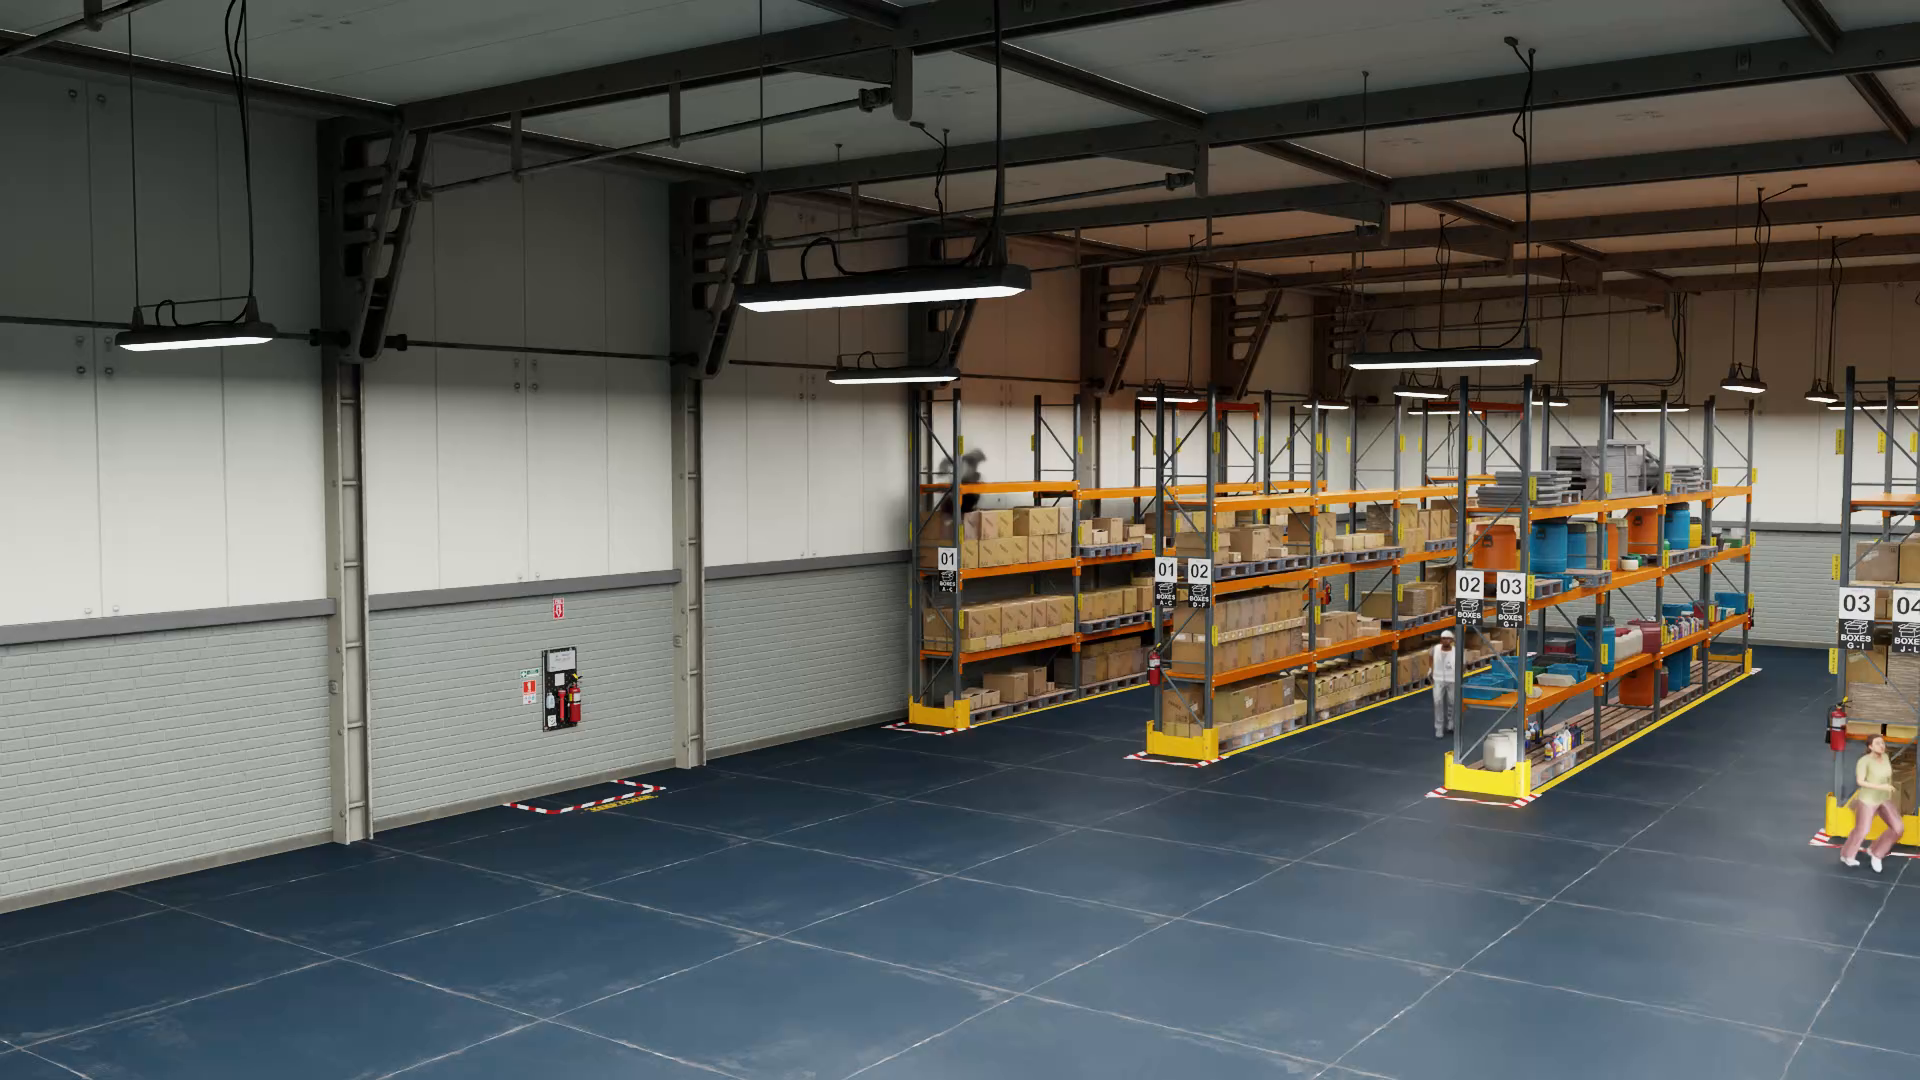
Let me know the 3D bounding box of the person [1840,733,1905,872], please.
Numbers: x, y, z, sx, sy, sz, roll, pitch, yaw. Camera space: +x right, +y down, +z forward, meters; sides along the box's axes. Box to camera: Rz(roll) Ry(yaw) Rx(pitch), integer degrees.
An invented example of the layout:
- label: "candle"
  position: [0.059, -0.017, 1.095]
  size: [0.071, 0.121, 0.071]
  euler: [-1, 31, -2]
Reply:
- label: "person"
  position: [10.678, 3.053, 19.411]
  size: [0.589, 1.622, 0.805]
  euler: [-1, 3, -9]

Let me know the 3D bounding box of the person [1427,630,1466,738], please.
- label: "person"
  position: [8.388, 2.469, 28.696]
  size: [0.661, 1.842, 0.882]
  euler: [1, 4, 23]
